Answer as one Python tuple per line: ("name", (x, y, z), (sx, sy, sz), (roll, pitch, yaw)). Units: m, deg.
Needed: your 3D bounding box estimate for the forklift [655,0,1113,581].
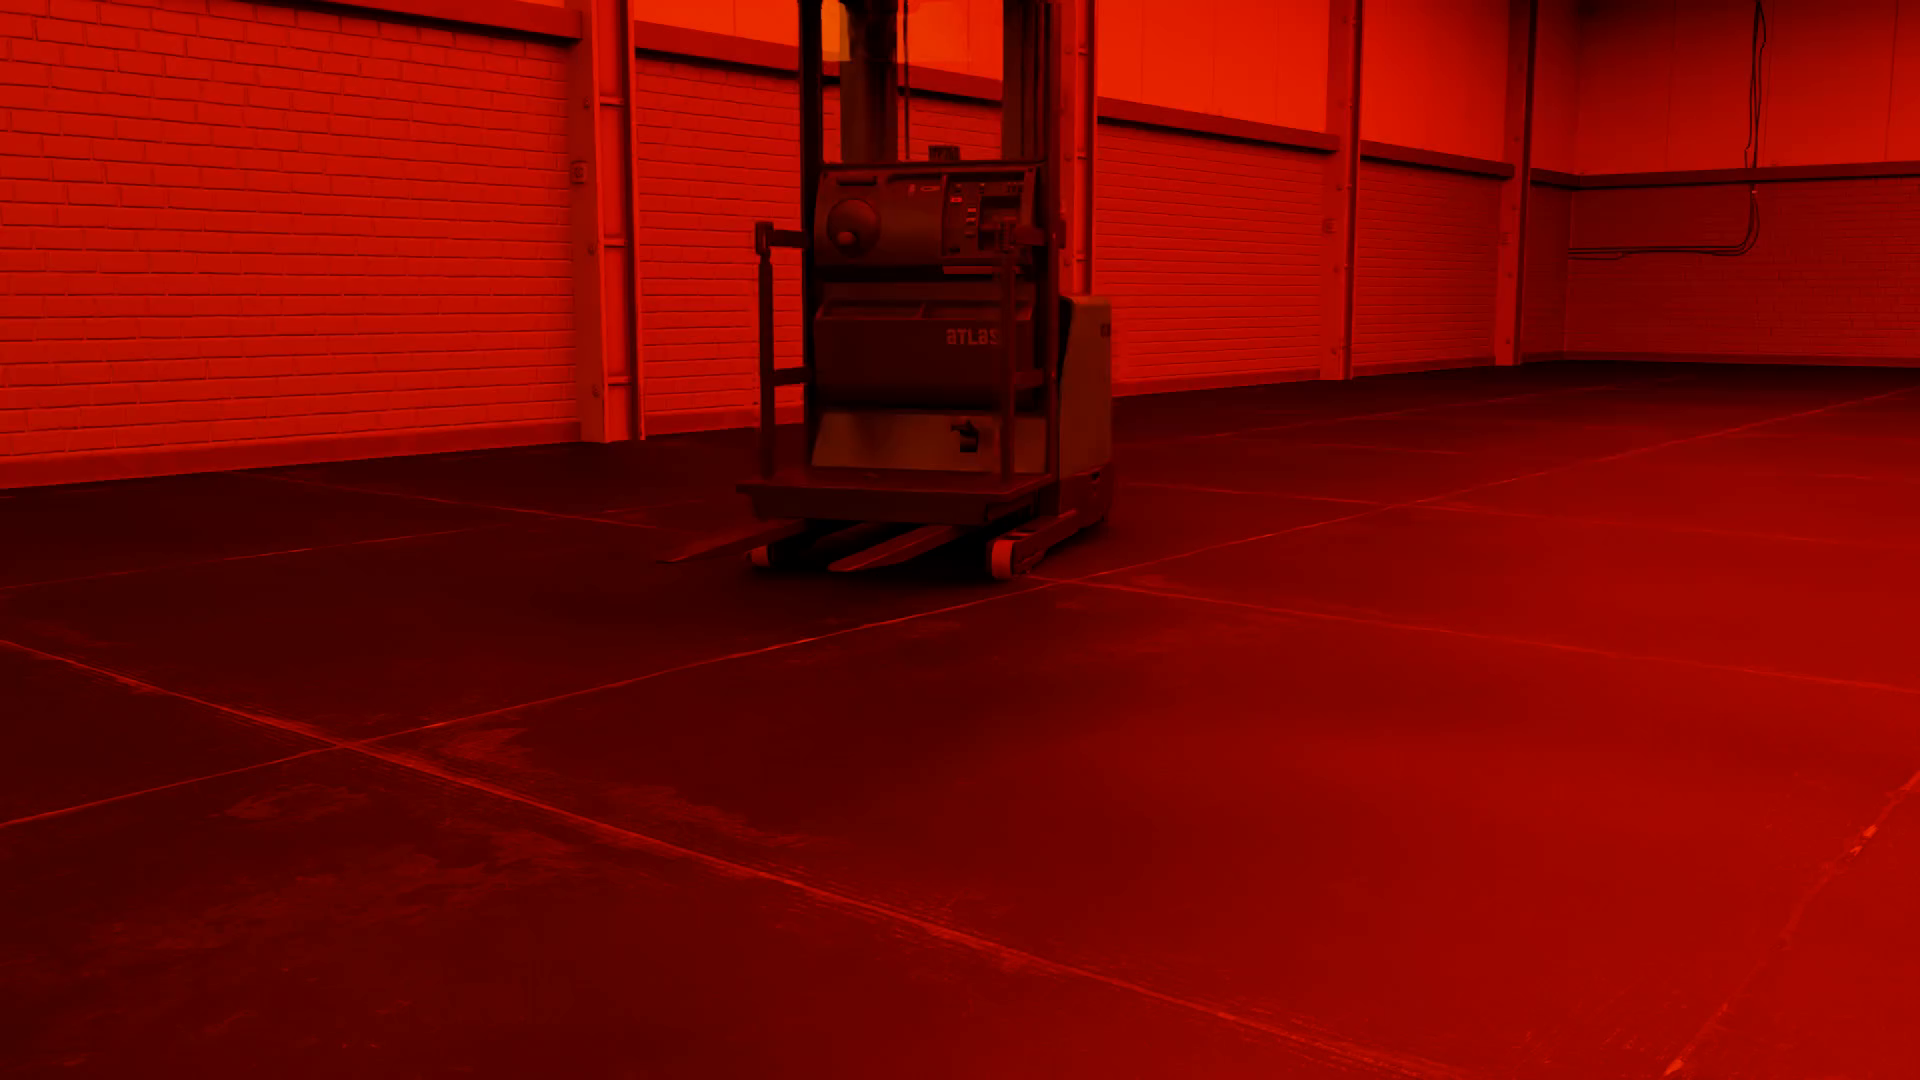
("forklift", (-0.210, -1.356, 6.549), (1.130, 2.935, 3.031), (3, 9, 18))
